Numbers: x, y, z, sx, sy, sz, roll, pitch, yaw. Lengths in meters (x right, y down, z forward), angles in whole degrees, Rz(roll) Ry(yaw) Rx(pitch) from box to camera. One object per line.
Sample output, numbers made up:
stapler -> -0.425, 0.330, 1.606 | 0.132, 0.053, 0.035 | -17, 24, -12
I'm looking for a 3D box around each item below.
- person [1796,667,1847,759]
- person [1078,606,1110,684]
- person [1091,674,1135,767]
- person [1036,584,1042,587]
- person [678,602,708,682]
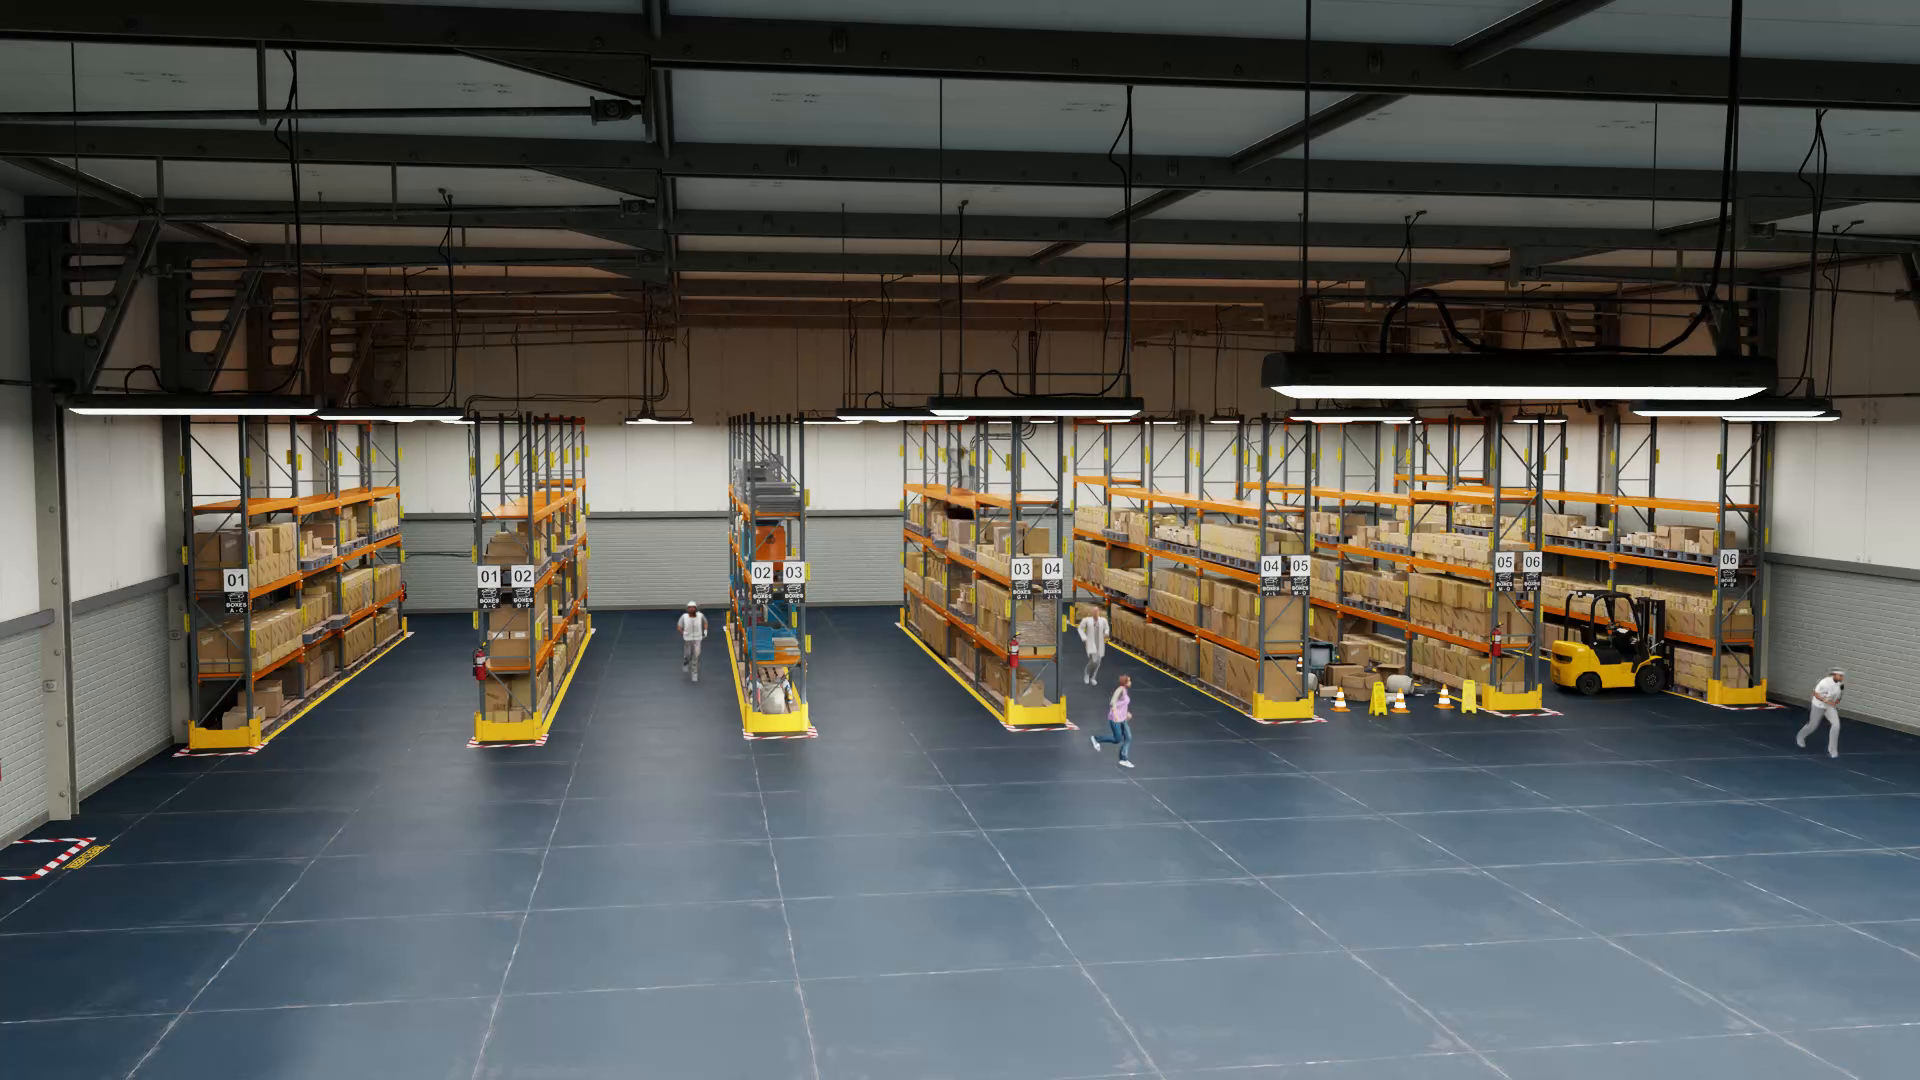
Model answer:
person -> 15.095, 2.977, 29.153 | 0.617, 1.625, 0.987 | -1, 4, -19
person -> 3.010, 2.342, 36.814 | 0.686, 1.748, 0.665 | -1, 4, -13
person -> 2.607, 3.055, 28.184 | 0.767, 1.566, 0.551 | 2, 4, 24
person -> 2.336, 1.578, 48.805 | 0.660, 1.677, 0.587 | 0, 4, 4
person -> -6.056, 2.280, 37.711 | 0.691, 1.781, 0.930 | -1, 4, -13
